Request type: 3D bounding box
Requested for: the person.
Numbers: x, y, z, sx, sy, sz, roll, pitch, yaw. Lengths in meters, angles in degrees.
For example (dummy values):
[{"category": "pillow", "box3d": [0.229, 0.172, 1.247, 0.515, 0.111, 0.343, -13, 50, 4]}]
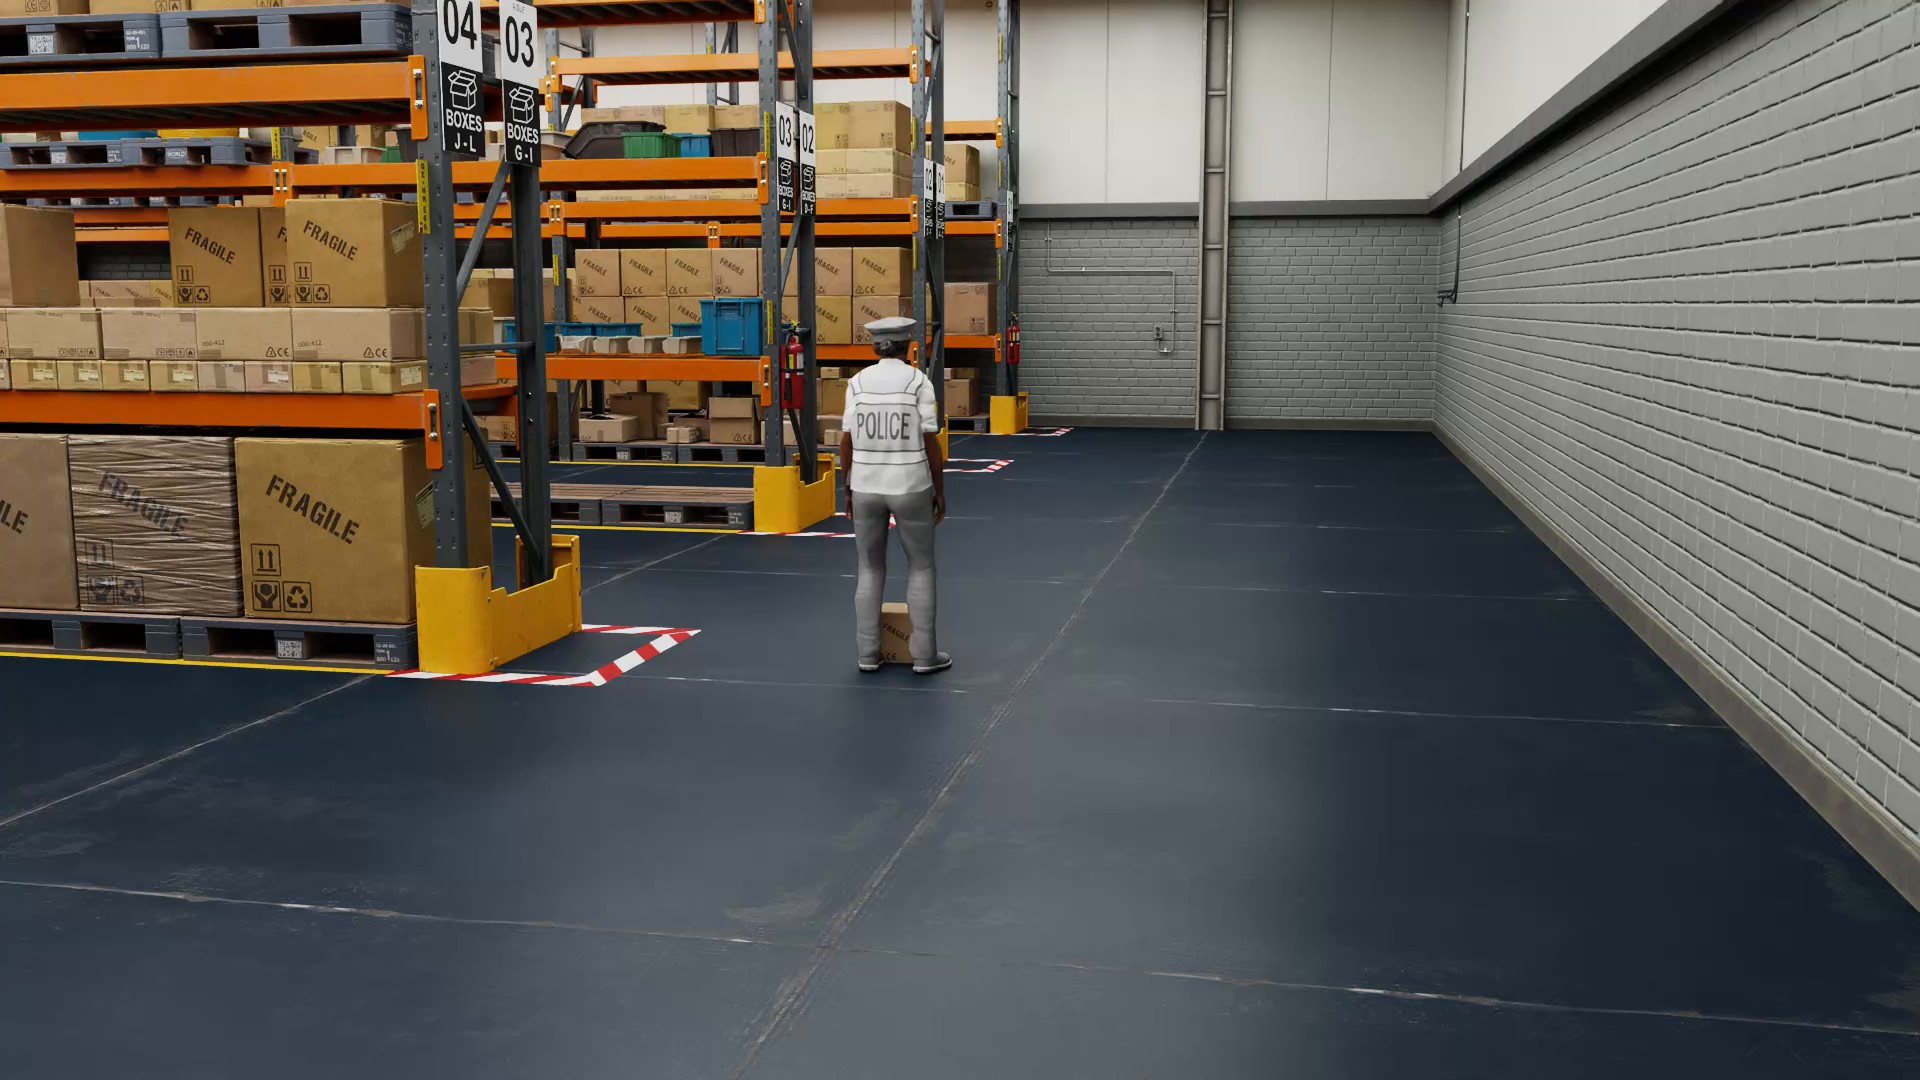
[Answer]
[{"category": "person", "box3d": [-0.308, -0.207, 7.796, 0.504, 1.655, 0.394, 2, 8, 11]}]
